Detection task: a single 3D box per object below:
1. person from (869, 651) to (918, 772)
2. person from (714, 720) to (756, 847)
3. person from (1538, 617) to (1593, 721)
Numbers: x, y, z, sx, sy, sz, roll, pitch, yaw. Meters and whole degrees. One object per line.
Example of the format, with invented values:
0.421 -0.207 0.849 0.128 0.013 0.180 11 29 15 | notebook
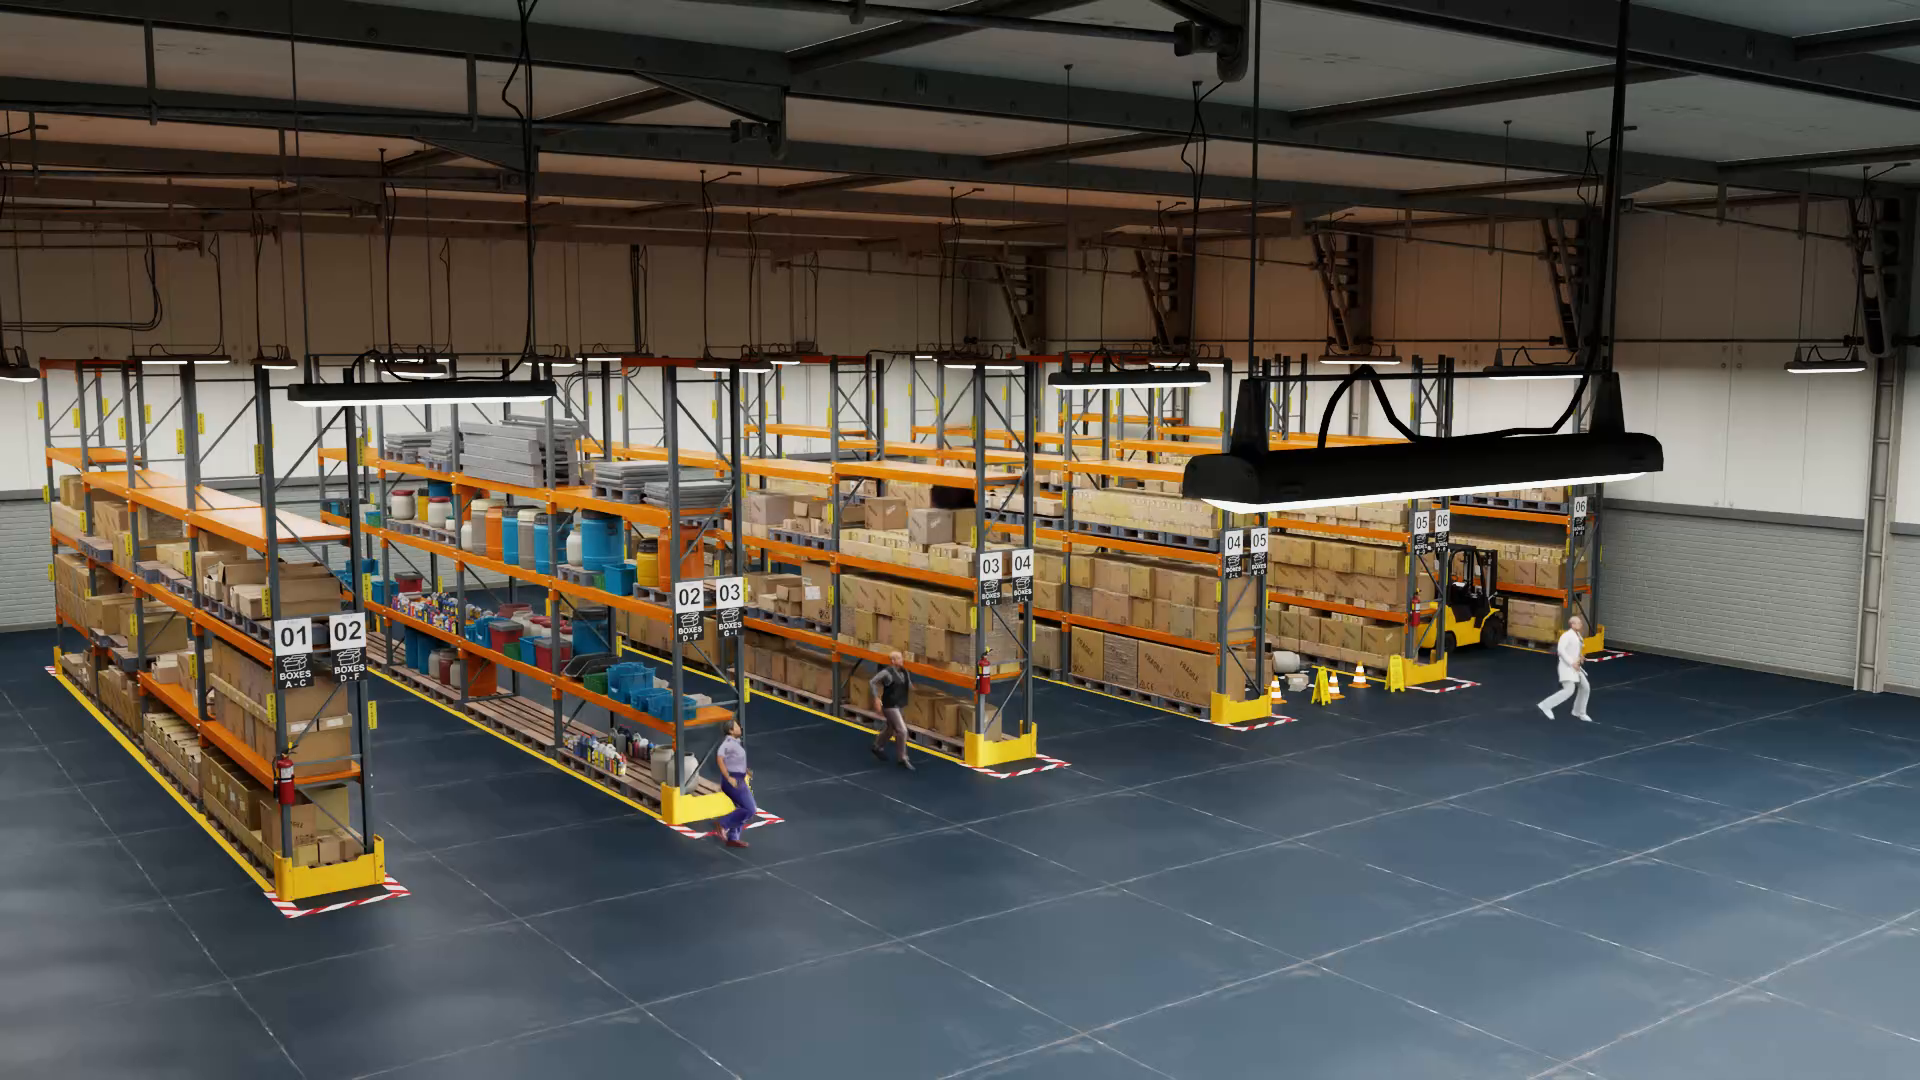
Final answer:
-0.990 2.513 24.648 0.871 1.771 0.628 4 8 31 | person
-2.832 3.057 20.920 0.523 1.576 0.663 -1 7 -7 | person
10.152 2.164 27.752 0.791 1.782 0.921 4 8 32 | person
